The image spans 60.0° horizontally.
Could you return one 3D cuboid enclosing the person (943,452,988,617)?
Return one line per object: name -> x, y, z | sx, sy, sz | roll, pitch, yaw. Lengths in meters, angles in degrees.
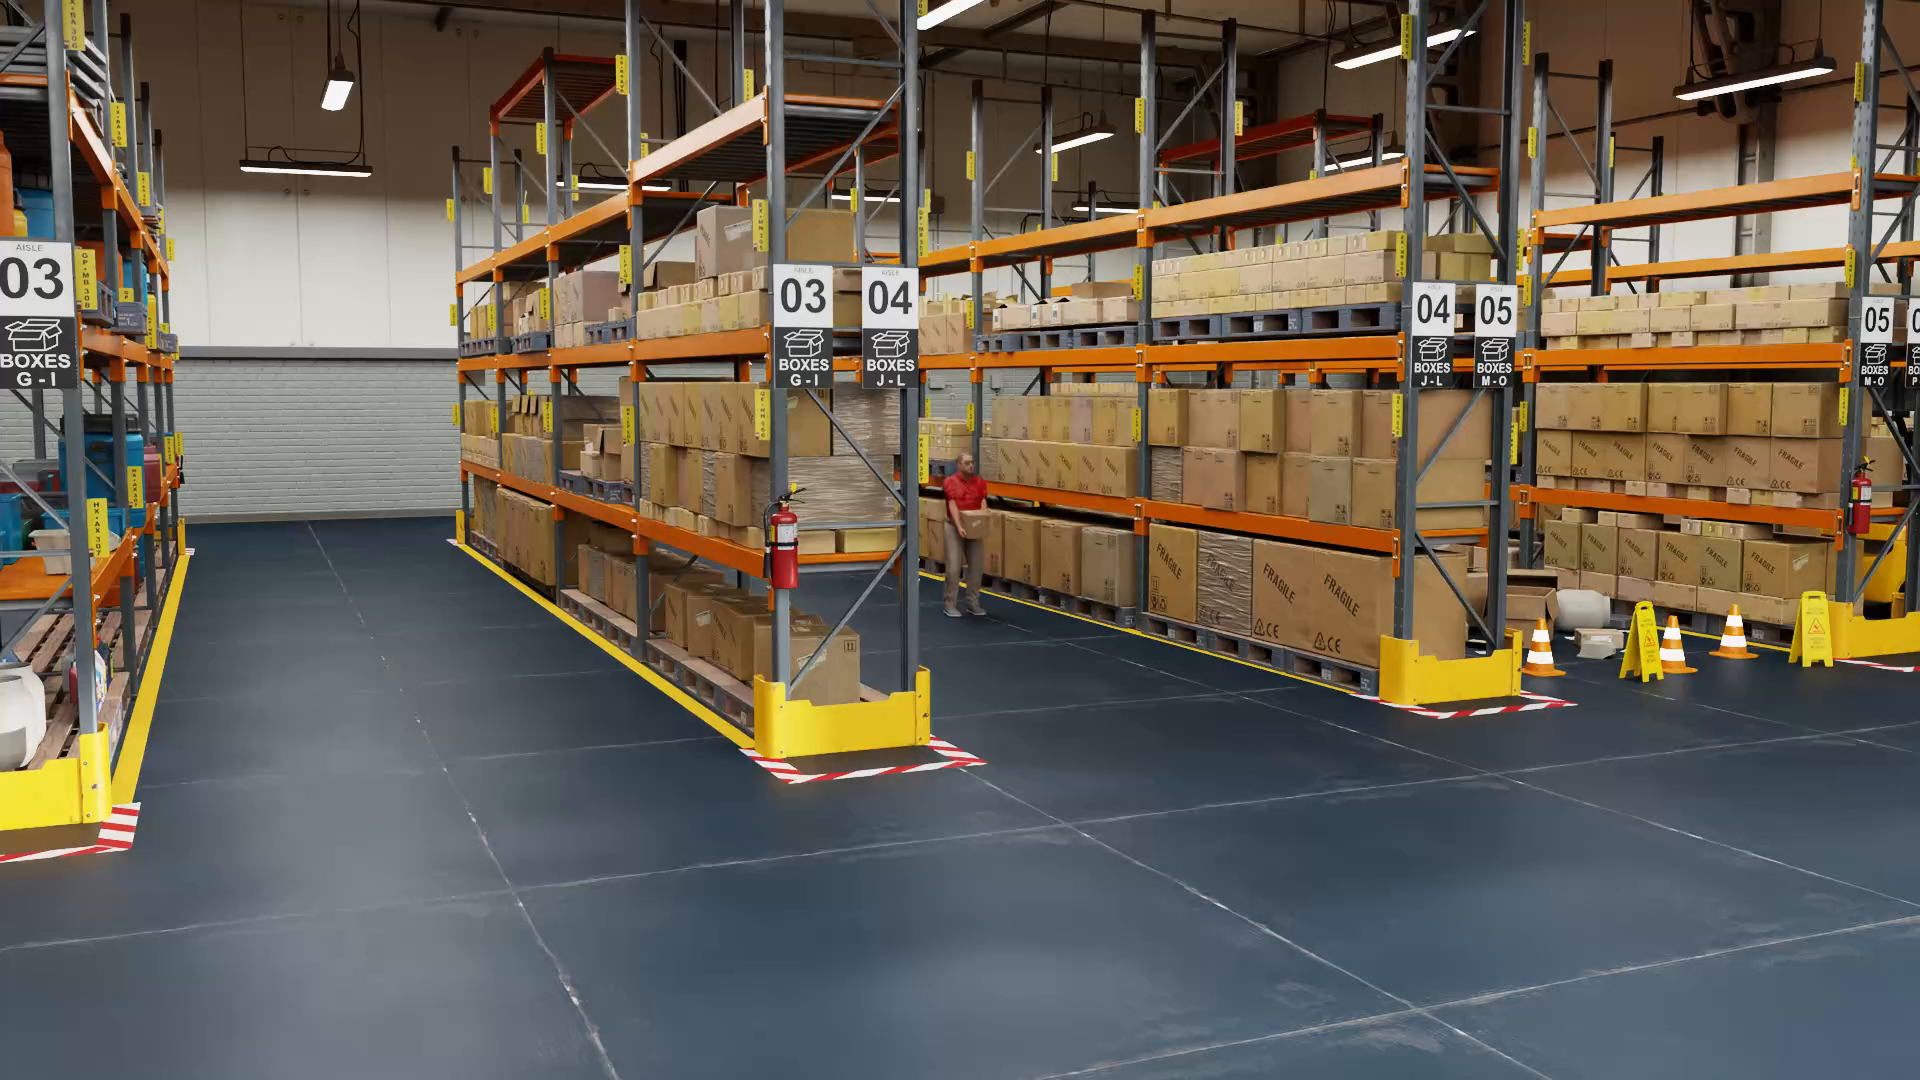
person -> 0.088, -0.056, 17.500 | 0.490, 1.726, 0.542 | -2, 6, -25
